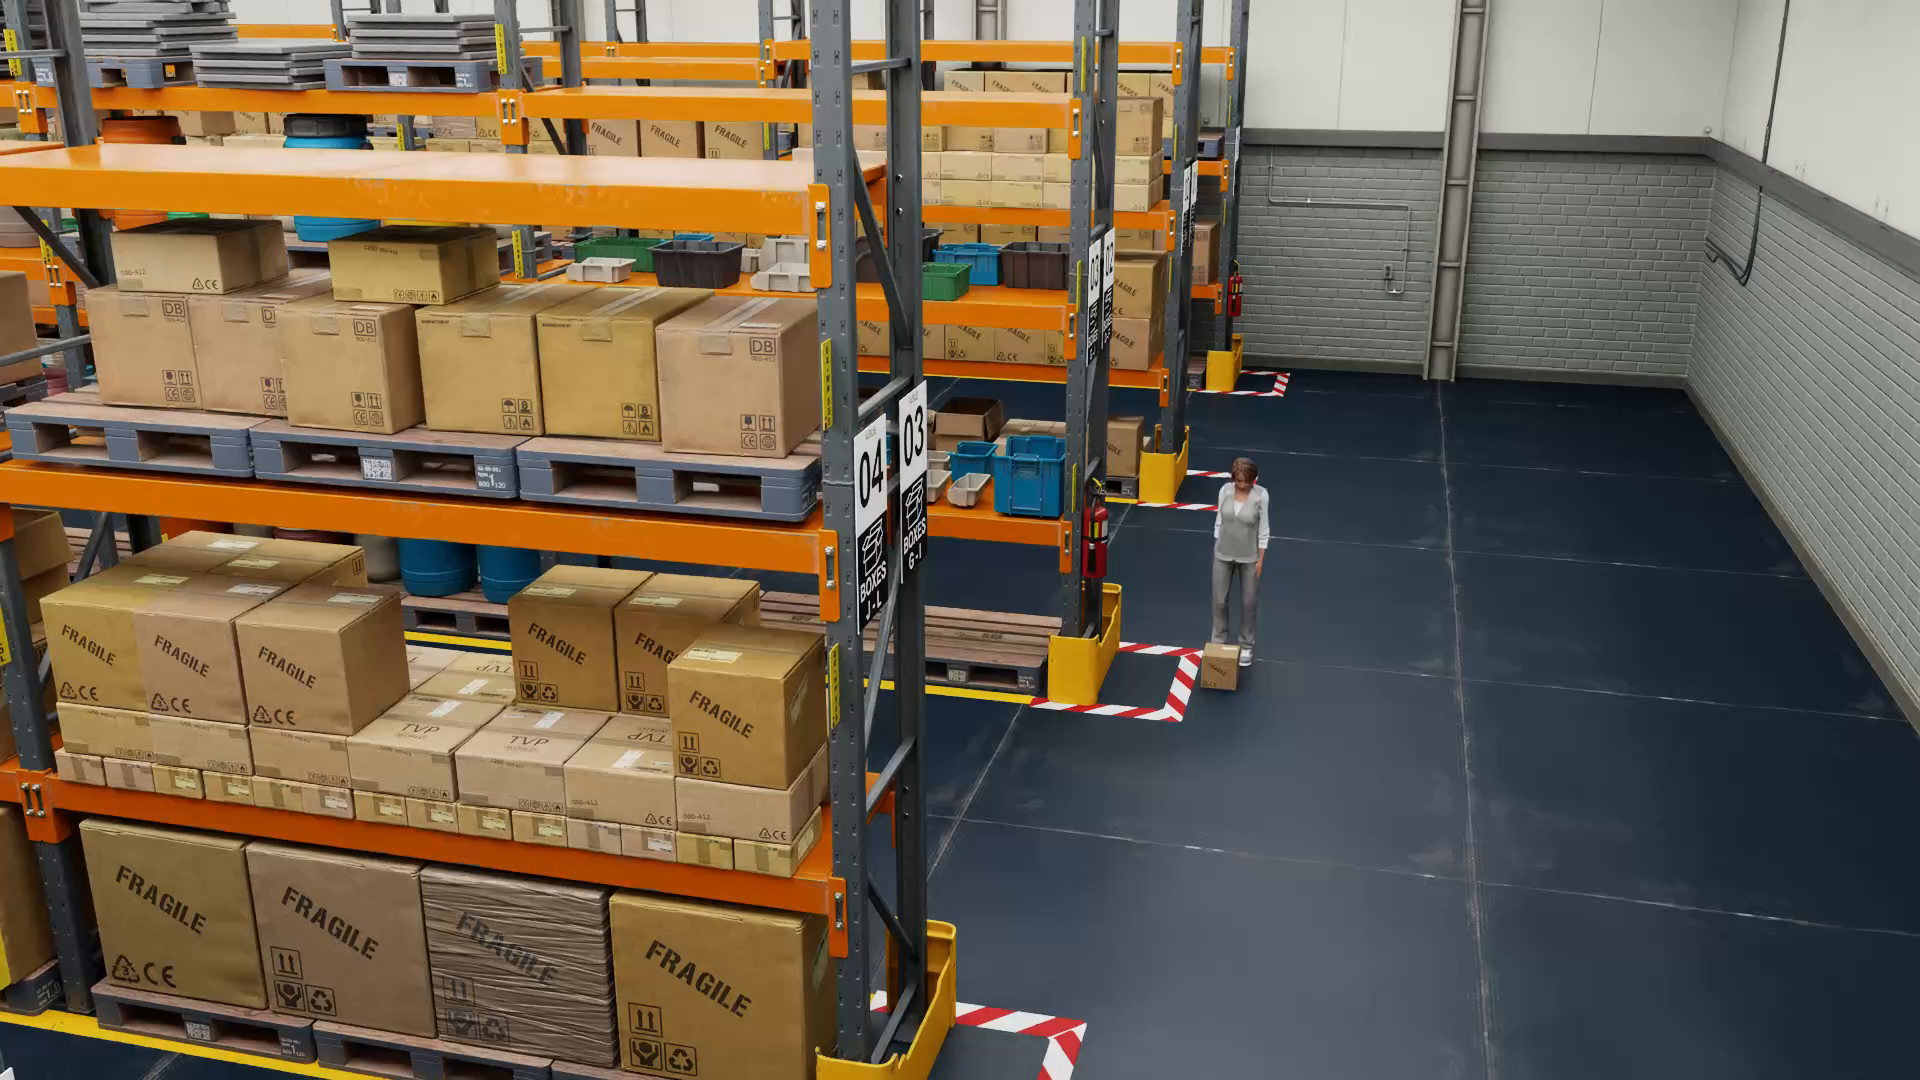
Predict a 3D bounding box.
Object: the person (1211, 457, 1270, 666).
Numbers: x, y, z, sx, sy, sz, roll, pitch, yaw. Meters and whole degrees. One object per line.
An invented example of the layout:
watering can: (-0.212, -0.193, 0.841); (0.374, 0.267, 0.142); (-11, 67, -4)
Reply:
person: (2.066, 0.149, 12.247); (0.410, 1.590, 0.298); (7, 20, 20)
